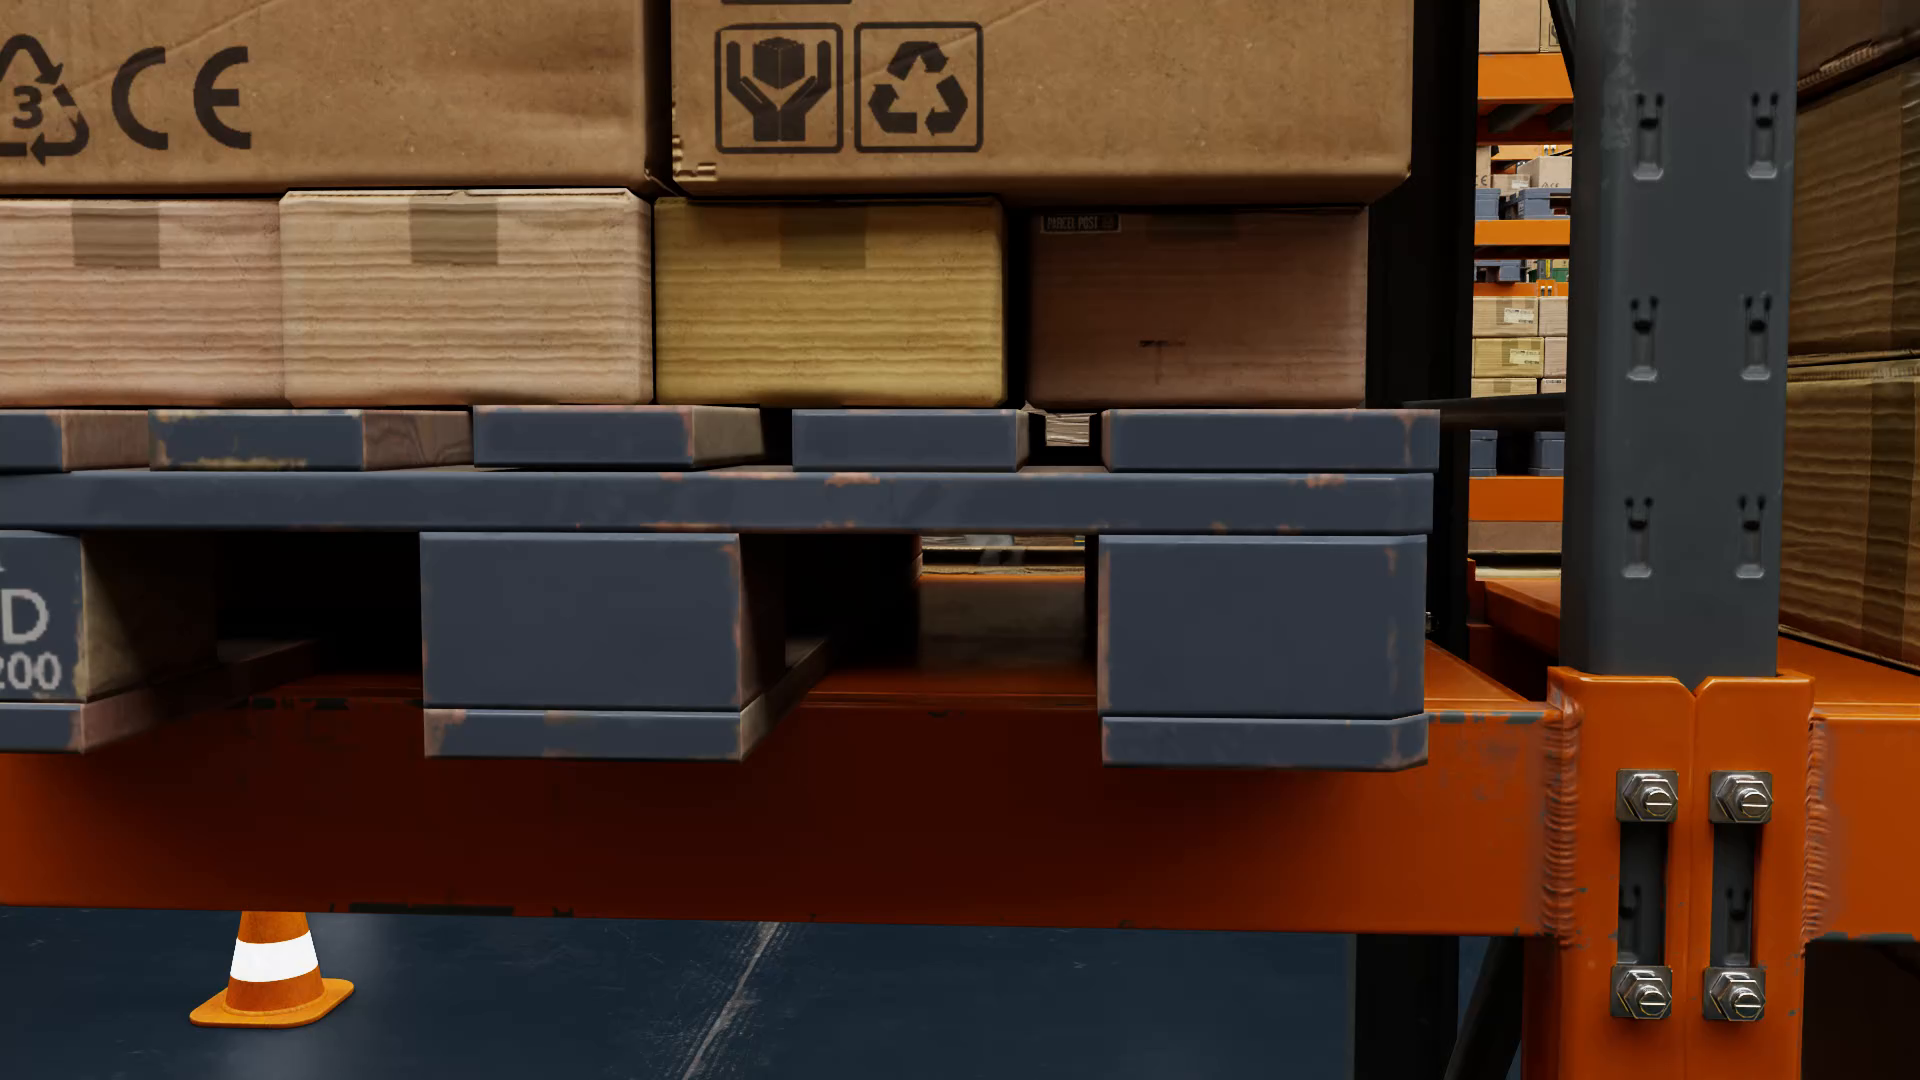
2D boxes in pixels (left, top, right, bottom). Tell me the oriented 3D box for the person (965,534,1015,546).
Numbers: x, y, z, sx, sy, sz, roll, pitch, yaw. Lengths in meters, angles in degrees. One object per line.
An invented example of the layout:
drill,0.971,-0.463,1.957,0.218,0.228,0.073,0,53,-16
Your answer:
person,0.275,-0.102,10.158,0.566,1.762,0.494,0,4,4
